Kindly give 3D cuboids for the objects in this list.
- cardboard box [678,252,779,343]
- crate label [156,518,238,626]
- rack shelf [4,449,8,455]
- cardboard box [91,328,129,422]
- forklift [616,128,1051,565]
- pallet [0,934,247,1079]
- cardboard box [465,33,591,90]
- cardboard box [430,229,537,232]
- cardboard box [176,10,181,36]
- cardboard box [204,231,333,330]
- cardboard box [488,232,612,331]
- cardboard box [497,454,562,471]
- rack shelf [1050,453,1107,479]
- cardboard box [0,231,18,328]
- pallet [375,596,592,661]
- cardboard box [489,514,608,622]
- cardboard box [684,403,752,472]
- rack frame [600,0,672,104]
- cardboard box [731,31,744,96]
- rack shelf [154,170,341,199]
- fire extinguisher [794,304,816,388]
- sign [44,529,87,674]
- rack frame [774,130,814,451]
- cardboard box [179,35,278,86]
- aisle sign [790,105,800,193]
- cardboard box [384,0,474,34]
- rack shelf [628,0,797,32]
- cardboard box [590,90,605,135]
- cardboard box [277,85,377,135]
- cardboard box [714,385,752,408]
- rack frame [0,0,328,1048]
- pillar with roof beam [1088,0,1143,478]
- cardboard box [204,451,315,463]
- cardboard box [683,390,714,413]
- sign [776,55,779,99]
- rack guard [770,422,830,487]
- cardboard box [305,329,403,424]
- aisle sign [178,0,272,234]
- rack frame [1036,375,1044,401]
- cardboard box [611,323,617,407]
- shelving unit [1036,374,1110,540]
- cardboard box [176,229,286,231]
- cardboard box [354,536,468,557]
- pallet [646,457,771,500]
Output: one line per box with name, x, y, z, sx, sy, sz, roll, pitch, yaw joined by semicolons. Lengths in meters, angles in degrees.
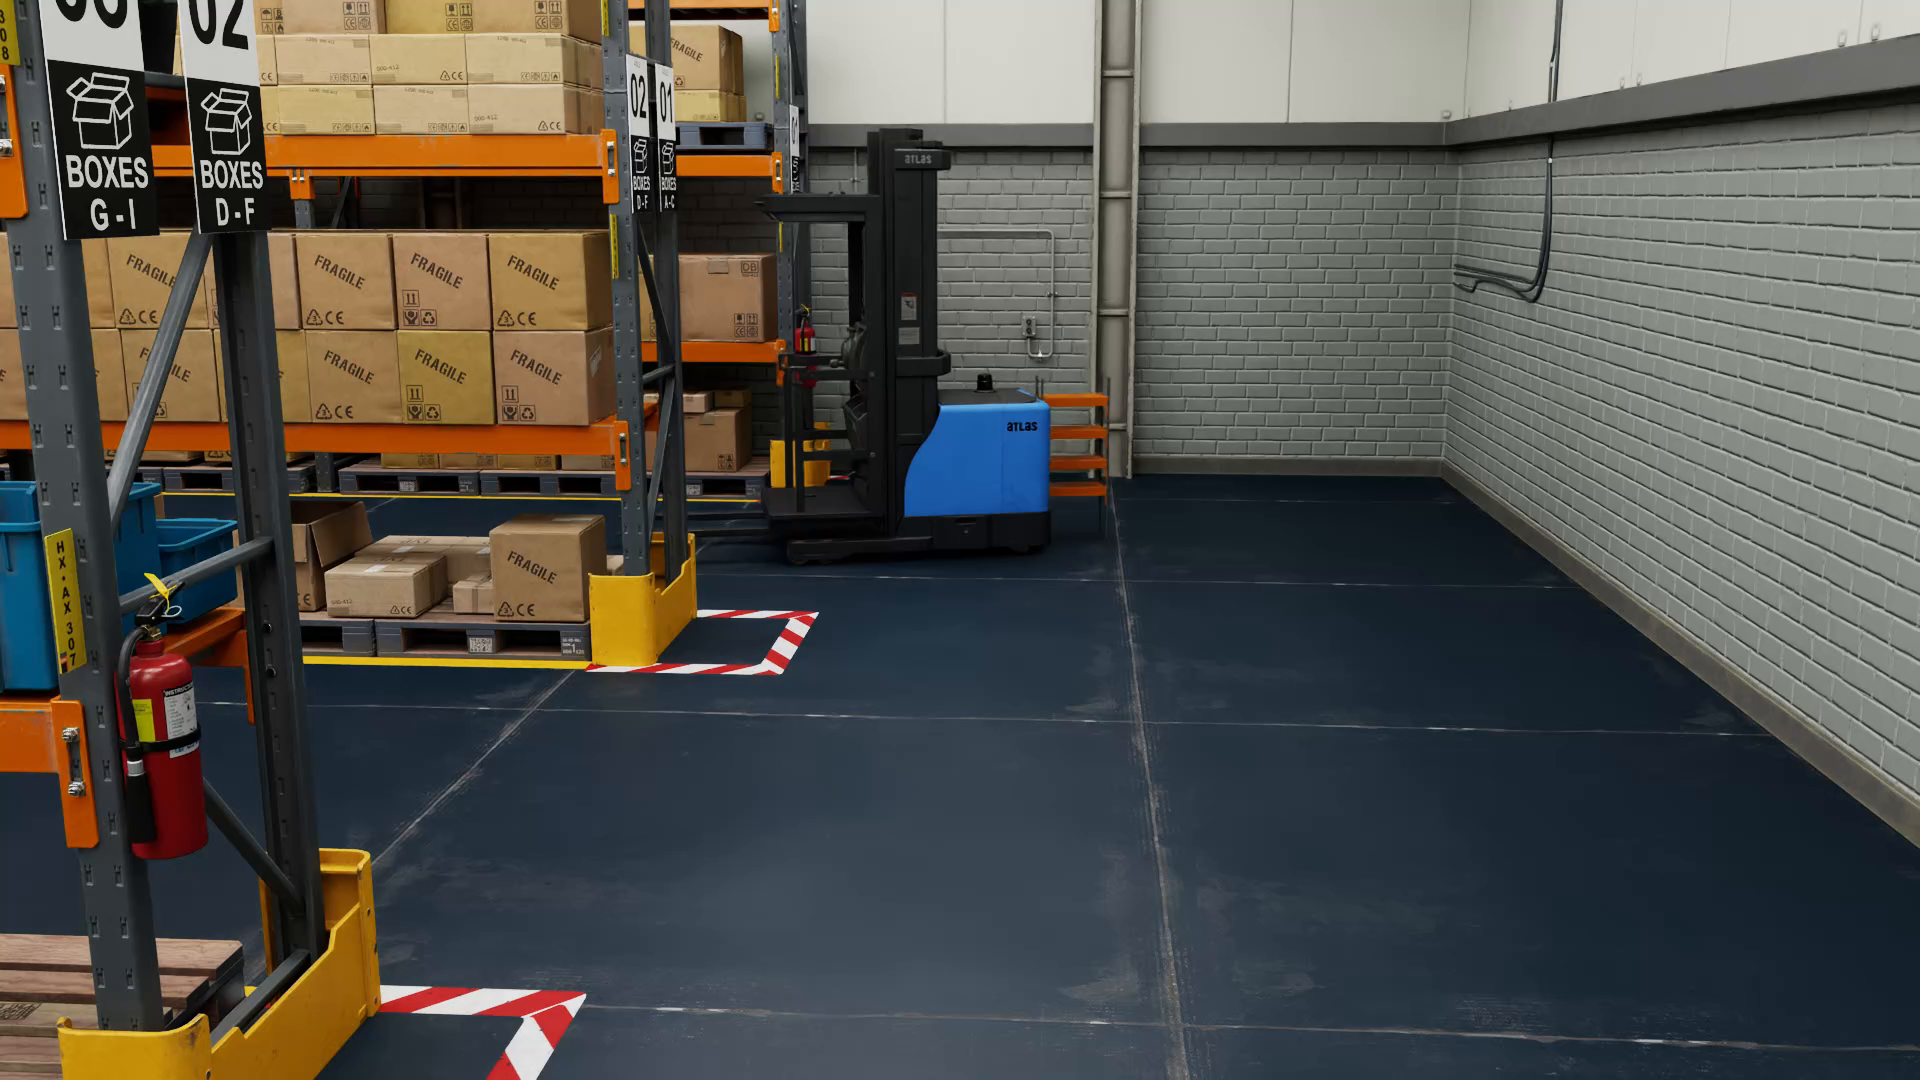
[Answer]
cardboard box;-1.903;-2.066;14.086;0.700;0.700;0.980;1;12;6
crate label;-2.280;0.092;4.767;0.303;0.233;0.416;1;12;4
rack shelf;-7.708;-0.632;9.721;4.000;0.370;1.077;1;12;4
cardboard box;-4.711;-0.937;9.177;0.500;0.500;0.500;1;12;5
forklift;-0.920;-1.380;11.708;3.031;2.935;1.130;-2;12;-10
pallet;-2.876;1.455;4.795;1.213;0.211;1.003;1;12;4
cardboard box;-2.251;-2.497;8.697;0.500;0.250;0.500;1;12;4
cardboard box;-2.668;-1.506;9.456;0.500;0.500;0.500;1;12;4
cardboard box;-4.236;-2.923;8.905;0.500;0.500;0.700;1;12;4
cardboard box;-3.718;-1.410;8.998;0.500;0.500;0.500;1;12;6
cardboard box;-2.184;-1.390;8.903;0.500;0.500;0.500;1;12;3
cardboard box;-3.633;-0.905;14.347;0.500;0.500;0.700;1;12;5
rack shelf;0.822;-0.541;12.251;0.480;0.148;0.258;-2;12;-8
cardboard box;-5.261;-1.431;9.099;0.500;0.500;0.500;1;12;5
pallet;-2.593;0.451;9.597;1.213;0.211;1.003;1;12;4
cardboard box;-2.280;0.149;9.261;0.500;0.500;0.500;1;12;4
cardboard box;-2.099;-0.885;14.254;0.500;0.500;0.700;1;12;4
rack frame;-1.721;-3.839;8.641;0.127;3.000;1.000;1;12;4
cardboard box;-2.106;-3.990;13.955;0.500;0.500;0.500;0;12;2
rack shelf;-7.381;-3.112;14.252;4.000;0.370;1.077;1;12;4
fire extinguisher;-1.274;-1.598;13.679;0.183;0.674;0.296;1;12;4
sign;-2.077;0.142;3.863;0.005;0.325;0.100;1;12;4
rack frame;-1.394;-1.914;14.093;0.127;3.000;1.000;1;12;4
cardboard box;-3.748;-2.517;8.792;0.500;0.250;0.500;1;12;4
aisle sign;-1.342;-3.124;13.529;0.004;0.787;0.394;1;12;4
cardboard box;-2.728;-2.937;8.968;0.500;0.500;0.700;1;12;4
rack shelf;-3.389;-4.330;13.724;4.000;0.370;1.077;1;12;4
cardboard box;-2.217;-2.356;9.245;0.500;0.250;0.500;1;12;4
cardboard box;-3.249;-2.263;8.803;0.500;0.250;0.500;1;12;4
cardboard box;-1.961;-1.242;14.375;0.250;0.149;0.380;1;12;4
rack frame;-2.056;0.110;4.418;0.127;3.000;1.000;1;12;4
pillar with roof beam;1.070;-4.111;9.943;0.400;9.000;9.100;1;12;4
cardboard box;-6.042;-1.105;14.448;0.750;0.750;0.750;1;12;4
cardboard box;-2.239;-1.167;14.018;0.250;0.149;0.380;1;12;3
sign;-1.444;-3.666;13.175;0.005;0.325;0.100;1;12;4
rack guard;-1.370;-0.690;14.348;0.348;0.500;1.175;1;12;4
cardboard box;-3.202;-0.916;9.077;0.500;0.500;0.500;1;12;4
aisle sign;-1.964;-1.223;4.437;0.004;0.787;0.394;1;12;4
rack frame;0.581;-0.600;12.204;0.015;1.200;0.240;-2;12;-8
cardboard box;-2.146;-1.011;9.531;0.500;0.500;0.500;1;12;5
shelving unit;0.822;-0.607;12.237;0.503;1.200;0.258;-2;12;-8
cardboard box;-4.176;-1.528;9.560;0.500;0.500;0.500;1;12;4
cardboard box;-3.243;0.149;9.870;0.500;0.250;0.500;1;12;4
pallet;-2.197;-0.544;14.355;1.213;0.211;1.003;1;12;4
